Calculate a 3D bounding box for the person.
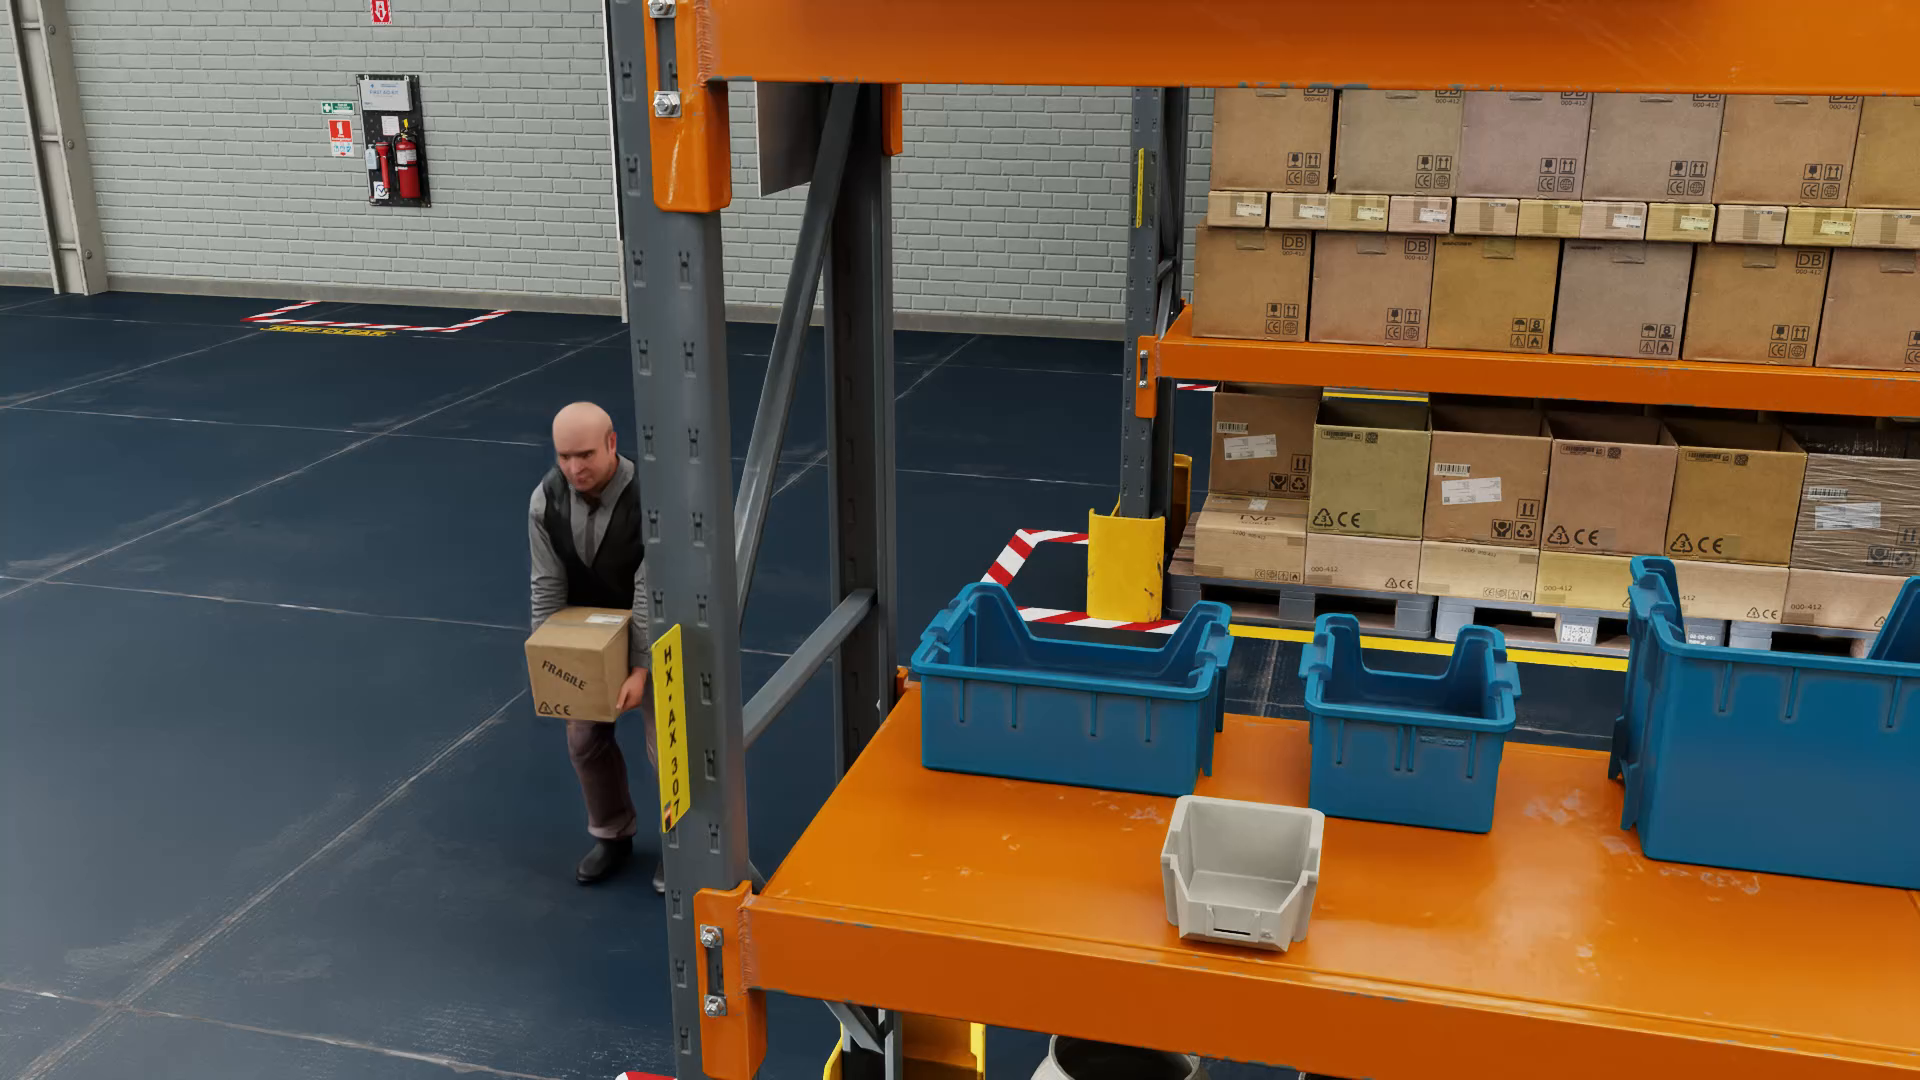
[{"bbox_3d":[-1.056,0.389,5.218,0.477,1.535,0.614,4,19,12],"label":"person"}]
